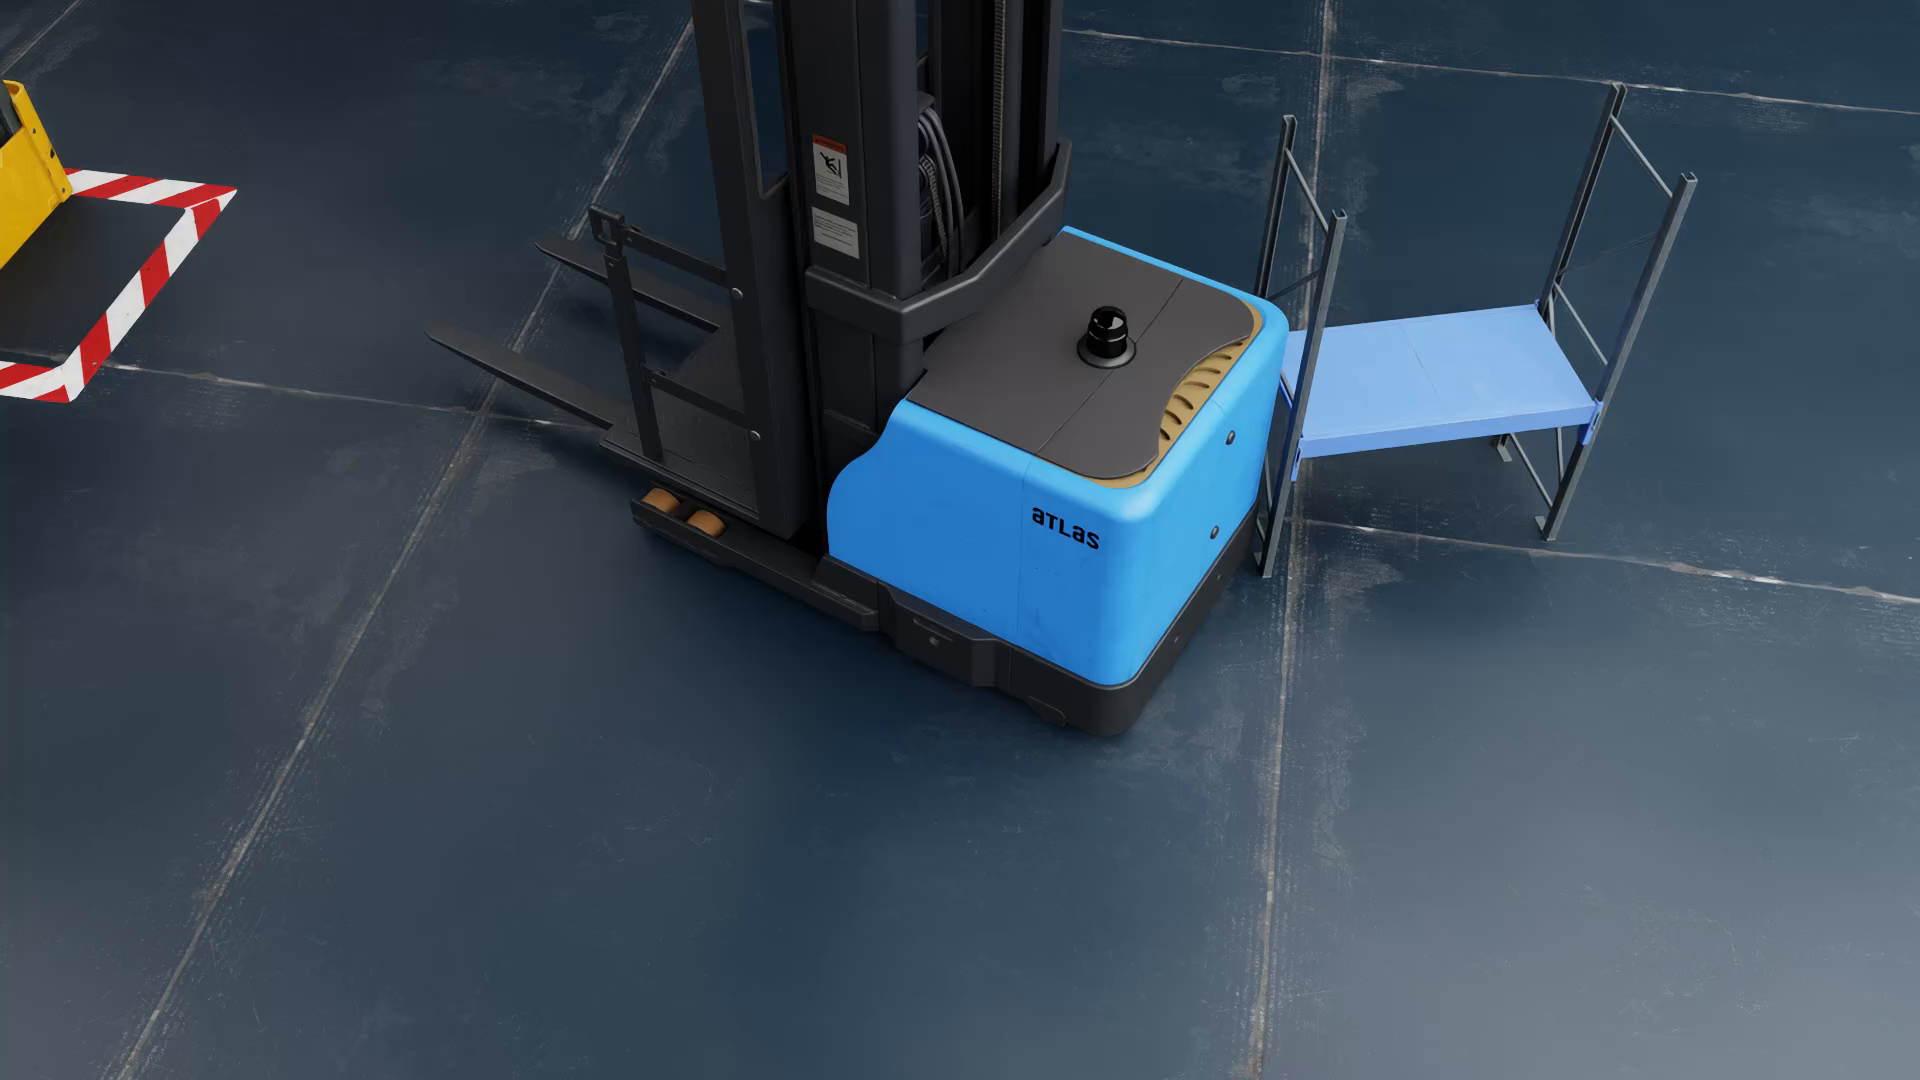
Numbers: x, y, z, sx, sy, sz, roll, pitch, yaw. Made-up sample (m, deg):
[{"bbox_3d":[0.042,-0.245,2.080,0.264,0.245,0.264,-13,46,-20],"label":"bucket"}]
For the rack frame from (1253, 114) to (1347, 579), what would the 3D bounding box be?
[{"bbox_3d":[0.997,-0.555,5.240,0.032,1.500,0.500,-7,48,-6],"label":"rack frame"}]

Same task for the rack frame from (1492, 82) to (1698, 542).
[{"bbox_3d":[2.000,-0.681,5.353,0.032,1.500,0.500,-7,48,-6],"label":"rack frame"}]

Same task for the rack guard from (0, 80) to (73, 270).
[{"bbox_3d":[-4.043,-1.279,6.563,0.348,0.500,1.175,8,49,7],"label":"rack guard"}]

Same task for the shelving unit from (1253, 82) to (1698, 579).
[{"bbox_3d":[1.499,-0.618,5.297,1.048,1.500,0.538,-7,48,-6],"label":"shelving unit"}]

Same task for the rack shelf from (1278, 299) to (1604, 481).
[{"bbox_3d":[1.499,-0.498,5.431,1.000,0.185,0.538,-7,48,-6],"label":"rack shelf"}]

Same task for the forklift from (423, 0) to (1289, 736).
[{"bbox_3d":[-0.529,-1.225,4.881,3.031,2.935,1.130,25,53,21],"label":"forklift"}]

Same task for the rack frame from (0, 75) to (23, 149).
[{"bbox_3d":[-3.968,-2.105,5.624,0.127,3.000,1.000,8,49,7],"label":"rack frame"}]
